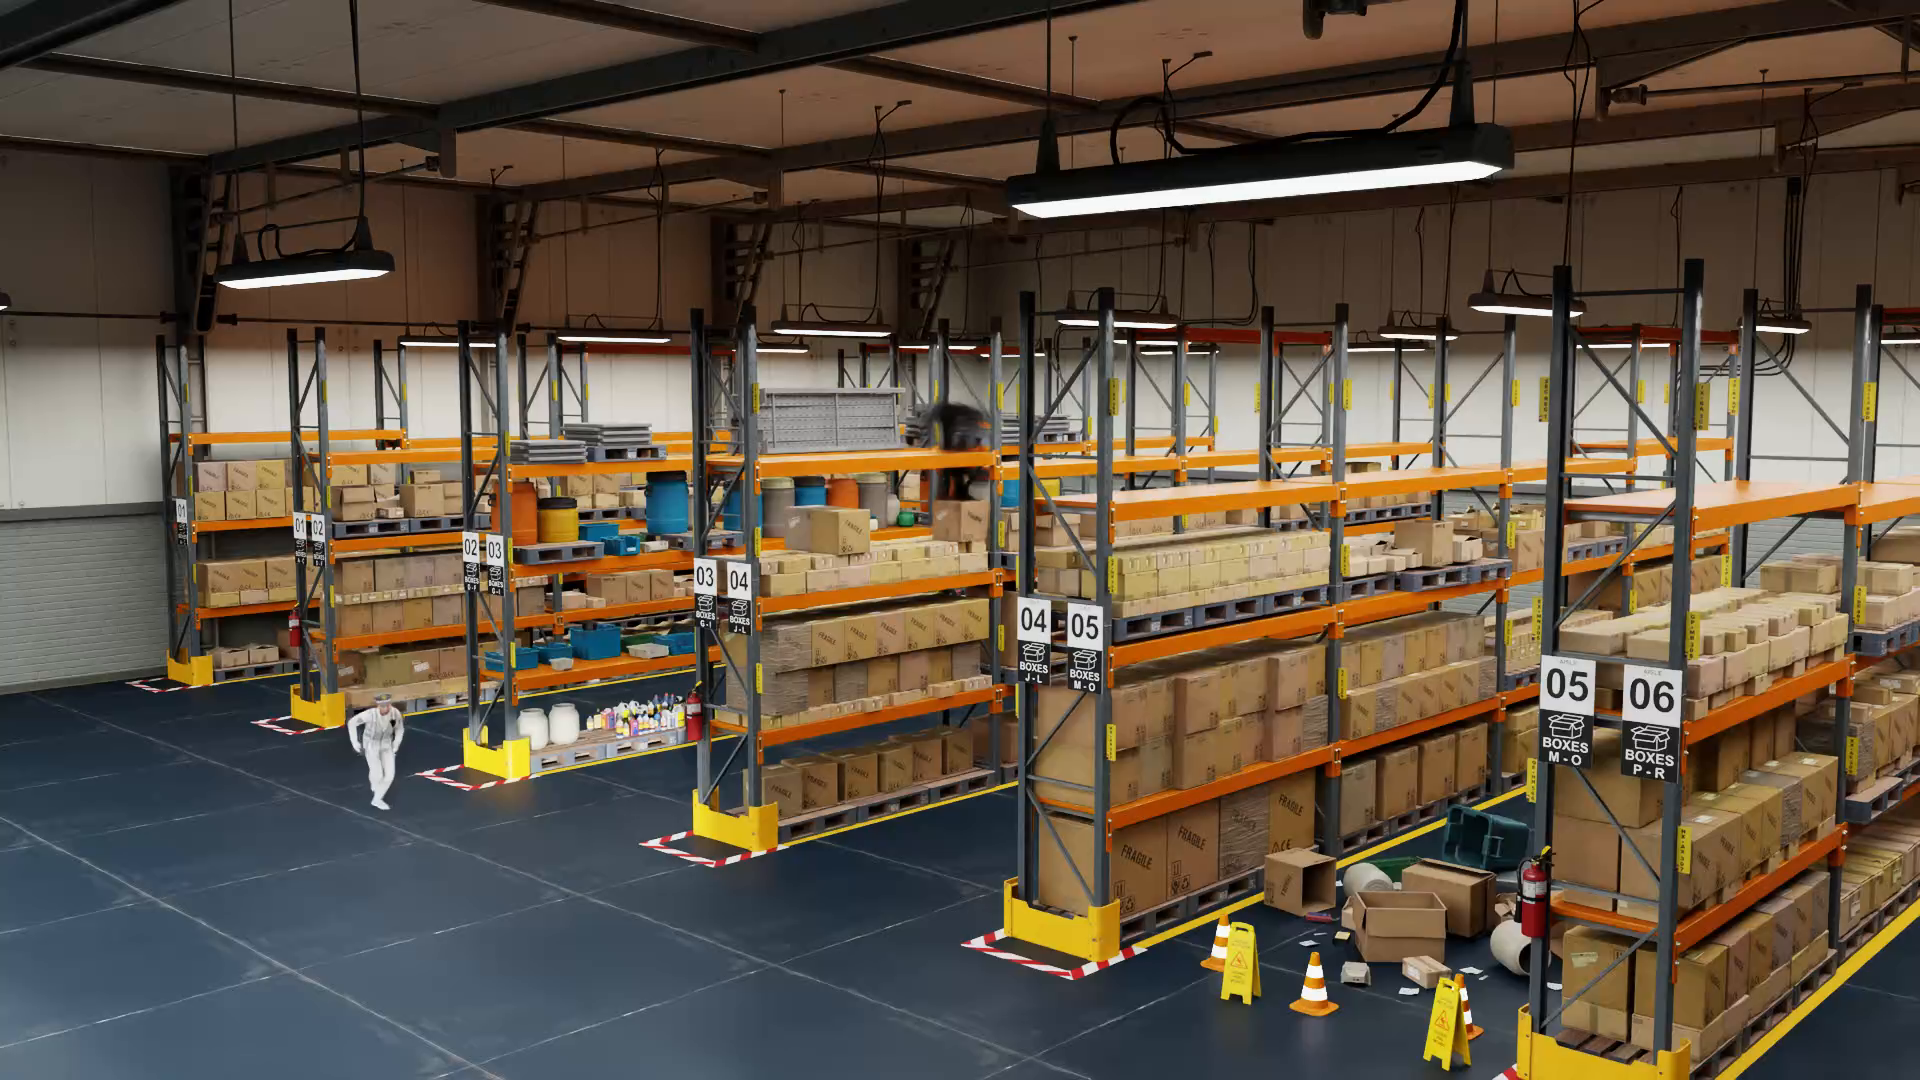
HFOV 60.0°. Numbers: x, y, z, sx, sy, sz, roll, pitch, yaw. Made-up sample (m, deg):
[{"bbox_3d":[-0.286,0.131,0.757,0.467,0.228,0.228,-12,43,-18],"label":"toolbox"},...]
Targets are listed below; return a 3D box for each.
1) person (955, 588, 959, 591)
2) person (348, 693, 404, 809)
[{"bbox_3d":[0.147,0.667,39.813,0.586,1.555,0.517,5,7,41],"label":"person"},{"bbox_3d":[-7.069,2.550,20.137,0.641,1.483,0.799,-3,6,-32],"label":"person"}]
